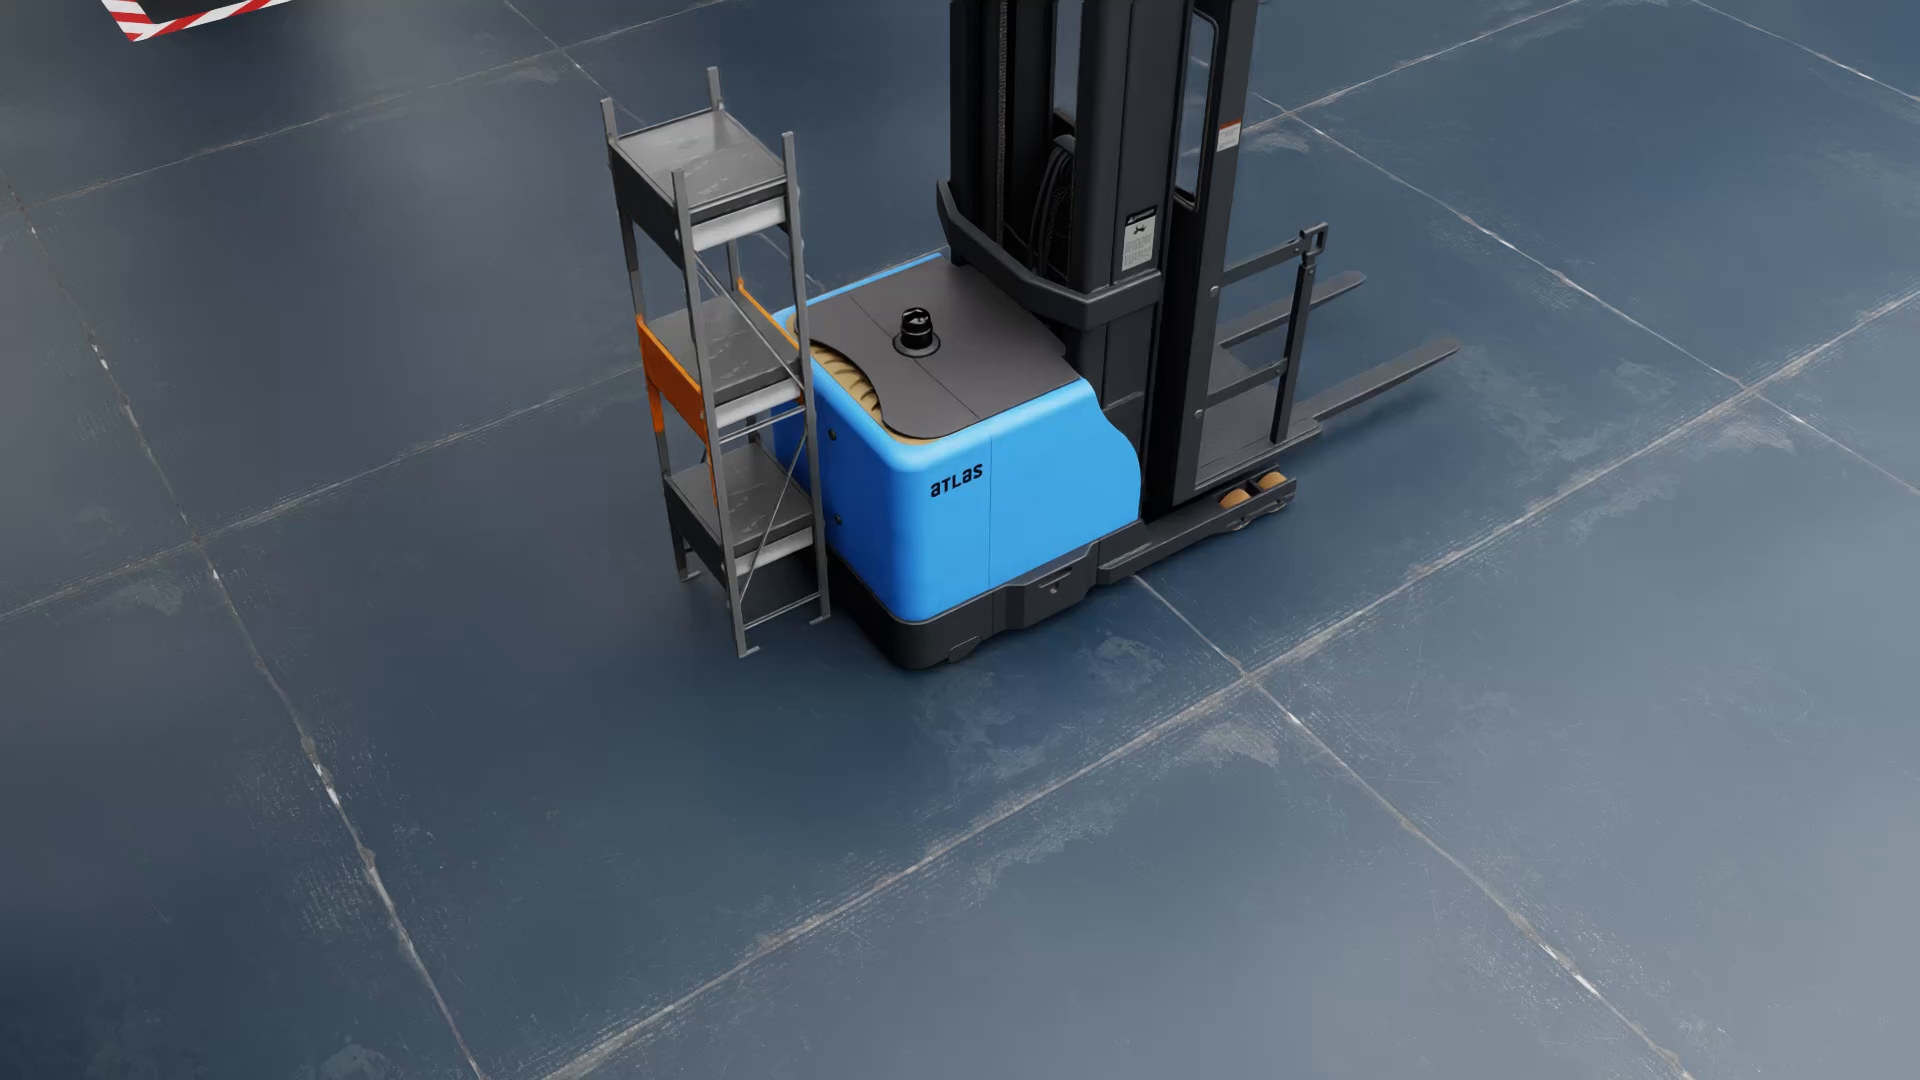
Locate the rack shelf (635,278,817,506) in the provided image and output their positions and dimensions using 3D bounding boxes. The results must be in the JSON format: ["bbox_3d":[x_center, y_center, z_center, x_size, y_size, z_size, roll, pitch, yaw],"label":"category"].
[{"bbox_3d":[-0.805,-0.519,5.793,0.431,0.518,0.480,-25,49,-24],"label":"rack shelf"}]

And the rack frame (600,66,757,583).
[{"bbox_3d":[-0.940,-0.669,5.931,0.400,2.100,0.015,-25,49,-24],"label":"rack frame"}]

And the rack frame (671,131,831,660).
[{"bbox_3d":[-0.670,-0.389,5.637,0.400,2.100,0.015,-25,49,-24],"label":"rack frame"}]

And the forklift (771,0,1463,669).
[{"bbox_3d":[0.777,-1.382,6.075,3.031,2.935,1.130,-25,49,-24],"label":"forklift"}]

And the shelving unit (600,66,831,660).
[{"bbox_3d":[-0.805,-0.529,5.784,0.431,2.100,0.503,-25,49,-24],"label":"shelving unit"}]

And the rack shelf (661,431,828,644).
[{"bbox_3d":[-0.805,-0.013,6.276,0.431,0.518,0.480,-25,49,-24],"label":"rack shelf"}]

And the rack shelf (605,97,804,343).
[{"bbox_3d":[-0.805,-1.026,5.310,0.431,0.518,0.480,-25,49,-24],"label":"rack shelf"}]
